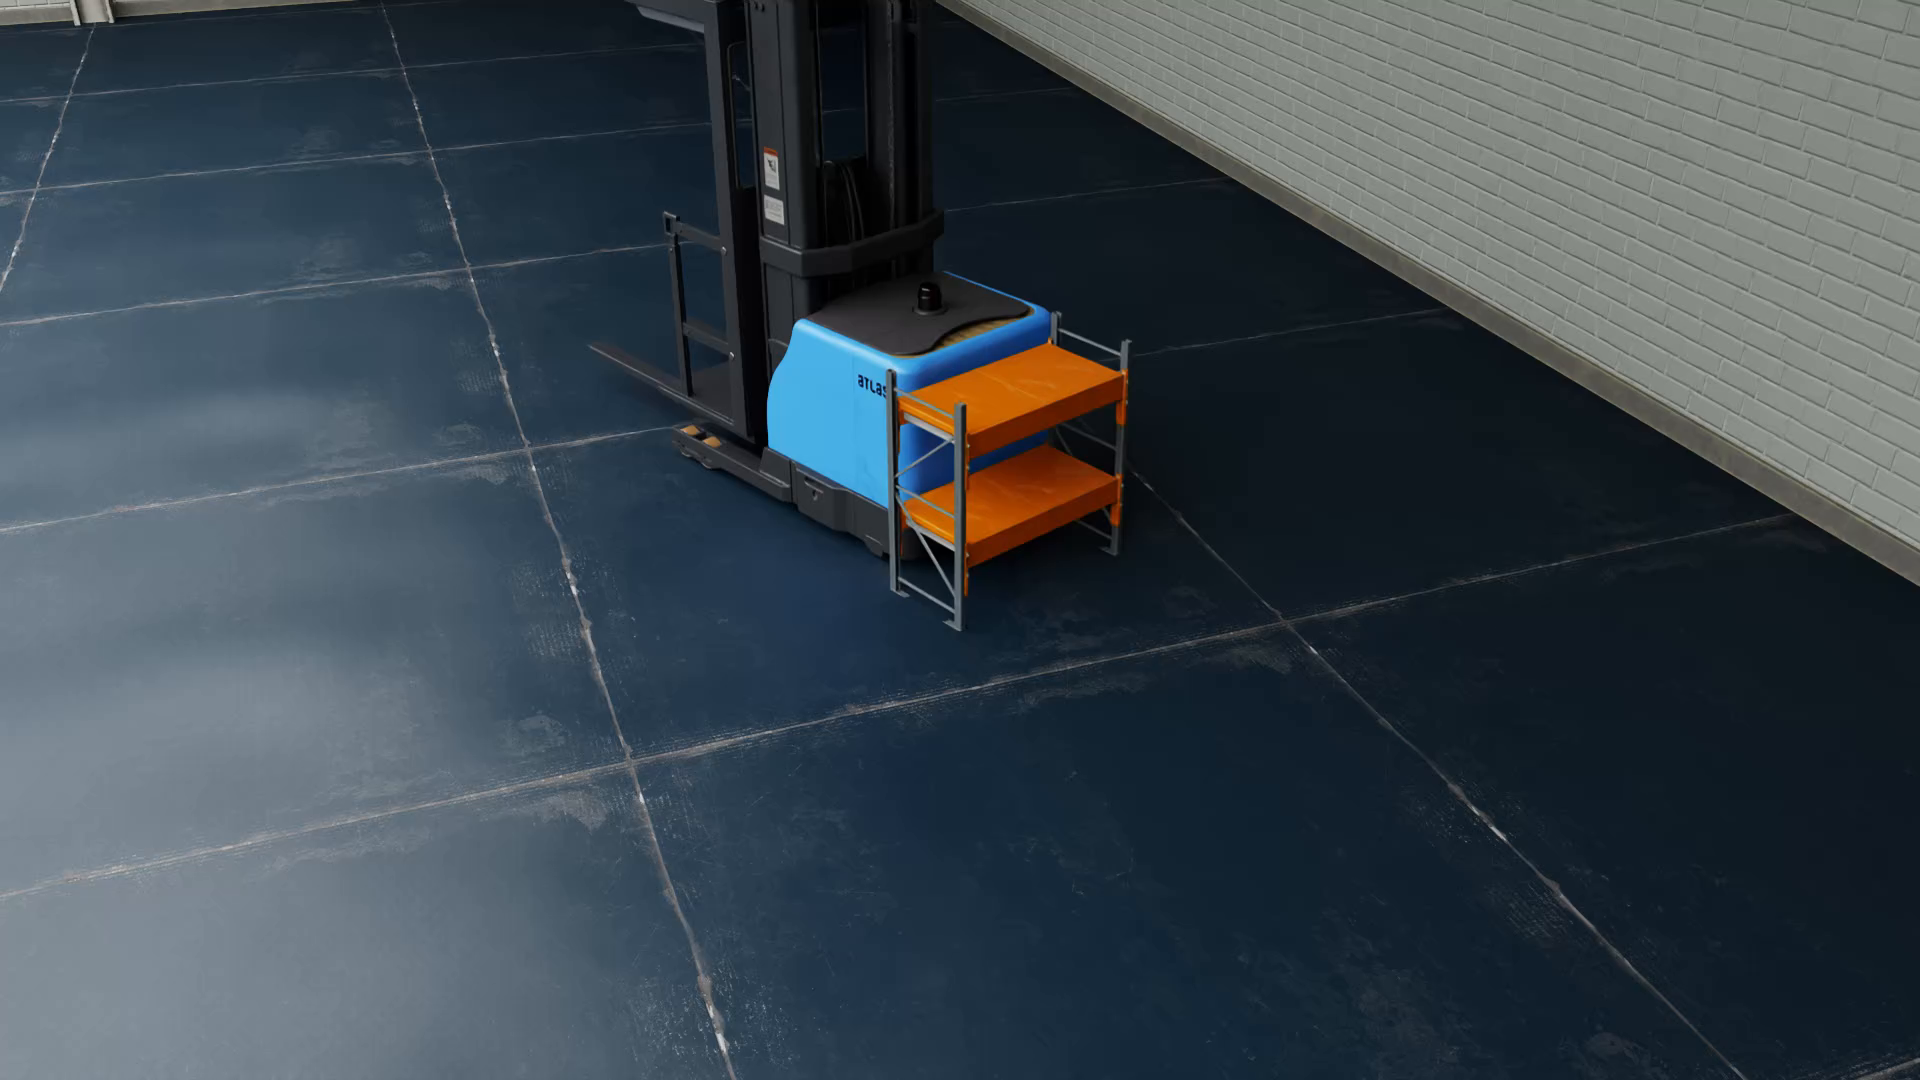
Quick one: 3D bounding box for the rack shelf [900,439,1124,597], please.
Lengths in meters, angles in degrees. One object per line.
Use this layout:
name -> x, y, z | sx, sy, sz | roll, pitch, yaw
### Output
rack shelf -> 0.229, -0.122, 7.822 | 1.000, 0.278, 0.538 | -24, 37, -35

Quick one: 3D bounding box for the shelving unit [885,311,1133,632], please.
shelving unit -> 0.229, -0.335, 7.701 | 1.048, 1.125, 0.538 | -24, 37, -35

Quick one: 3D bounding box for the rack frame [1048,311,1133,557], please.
rack frame -> 0.609, -0.502, 7.995 | 0.032, 1.125, 0.500 | -24, 37, -35

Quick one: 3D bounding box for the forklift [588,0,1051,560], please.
forklift -> -0.916, -1.813, 8.471 | 1.130, 2.935, 3.031 | -25, 38, -37

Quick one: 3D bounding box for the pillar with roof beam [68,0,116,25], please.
pillar with roof beam -> -7.981, -7.609, 12.514 | 0.400, 9.000, 9.100 | -10, 31, -18

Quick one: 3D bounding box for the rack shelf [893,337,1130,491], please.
rack shelf -> 0.230, -0.589, 7.556 | 1.000, 0.278, 0.538 | -24, 37, -35

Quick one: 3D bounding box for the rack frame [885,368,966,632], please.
rack frame -> -0.150, -0.167, 7.407 | 0.032, 1.125, 0.500 | -24, 37, -35
